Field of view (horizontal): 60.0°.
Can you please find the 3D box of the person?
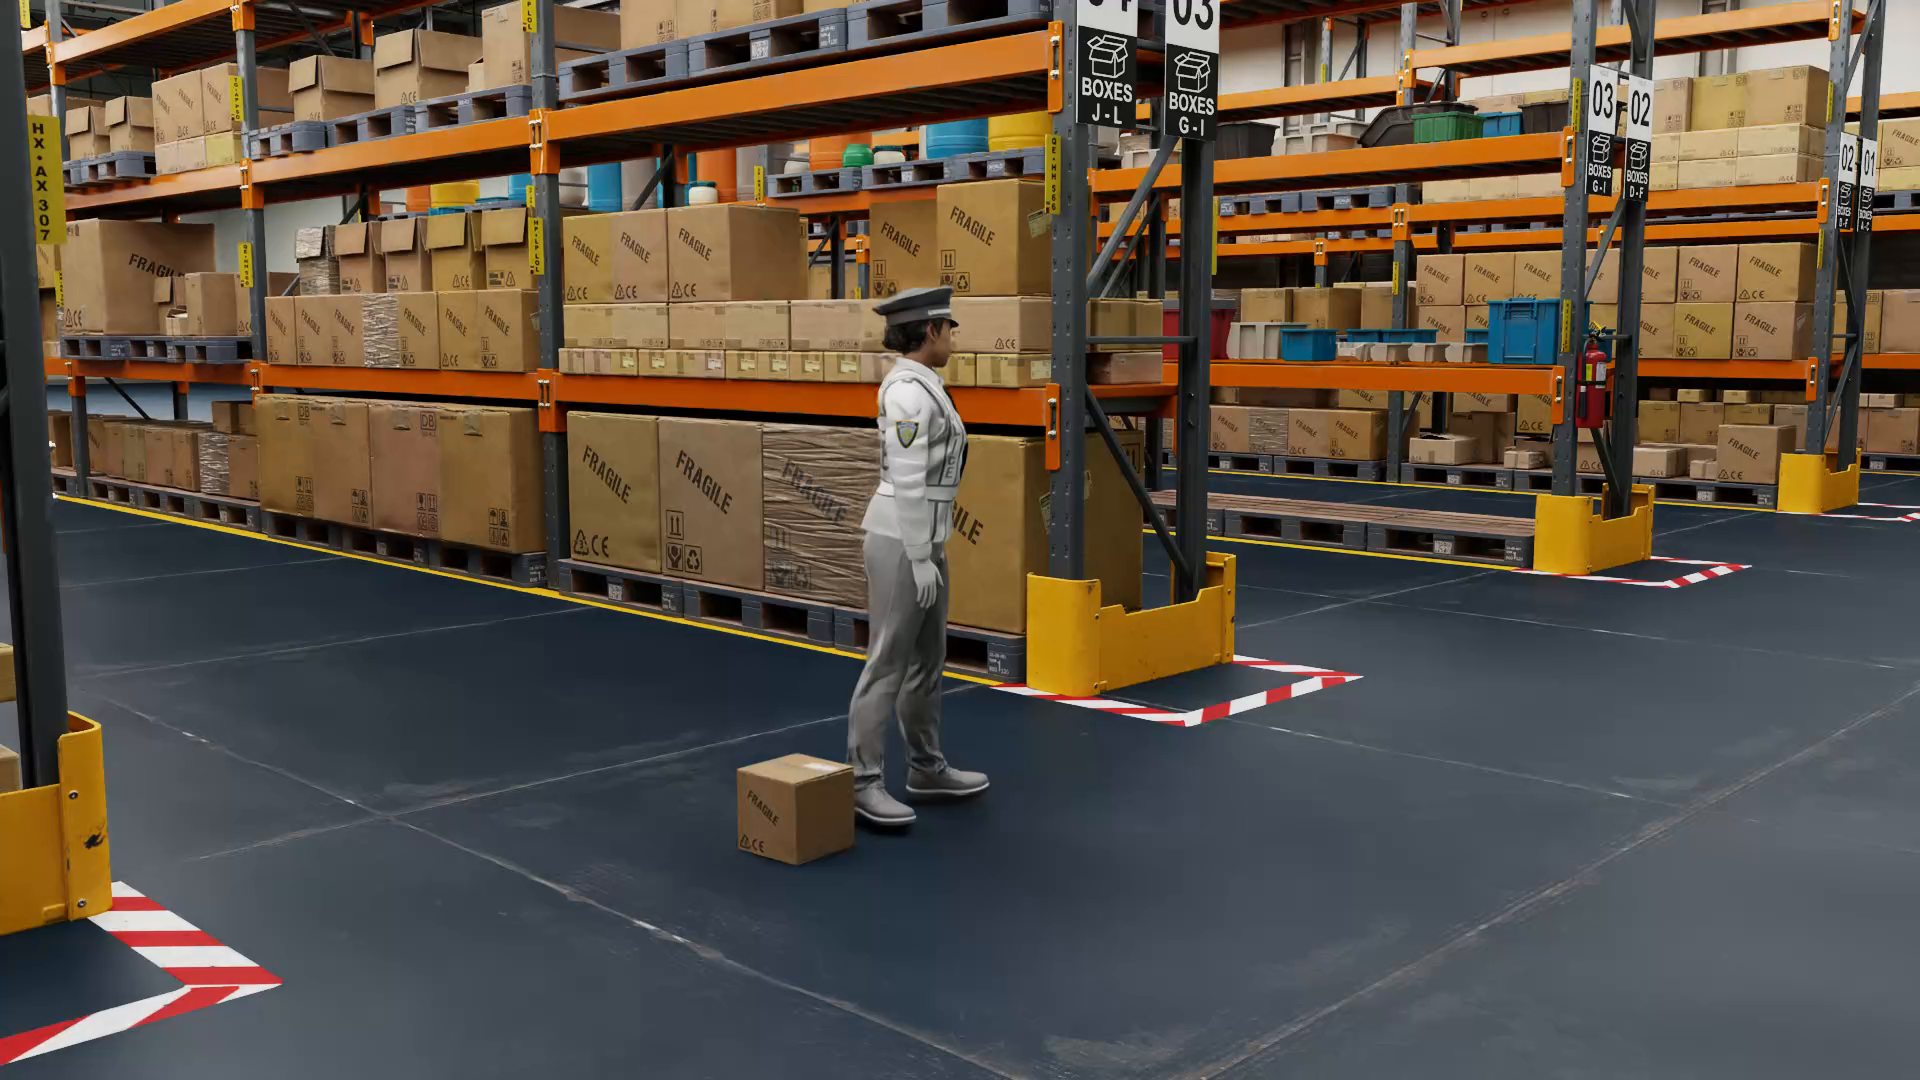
[{"bbox_3d":[-0.143,0.034,5.288,0.457,1.671,0.521,0,7,4],"label":"person"}]
